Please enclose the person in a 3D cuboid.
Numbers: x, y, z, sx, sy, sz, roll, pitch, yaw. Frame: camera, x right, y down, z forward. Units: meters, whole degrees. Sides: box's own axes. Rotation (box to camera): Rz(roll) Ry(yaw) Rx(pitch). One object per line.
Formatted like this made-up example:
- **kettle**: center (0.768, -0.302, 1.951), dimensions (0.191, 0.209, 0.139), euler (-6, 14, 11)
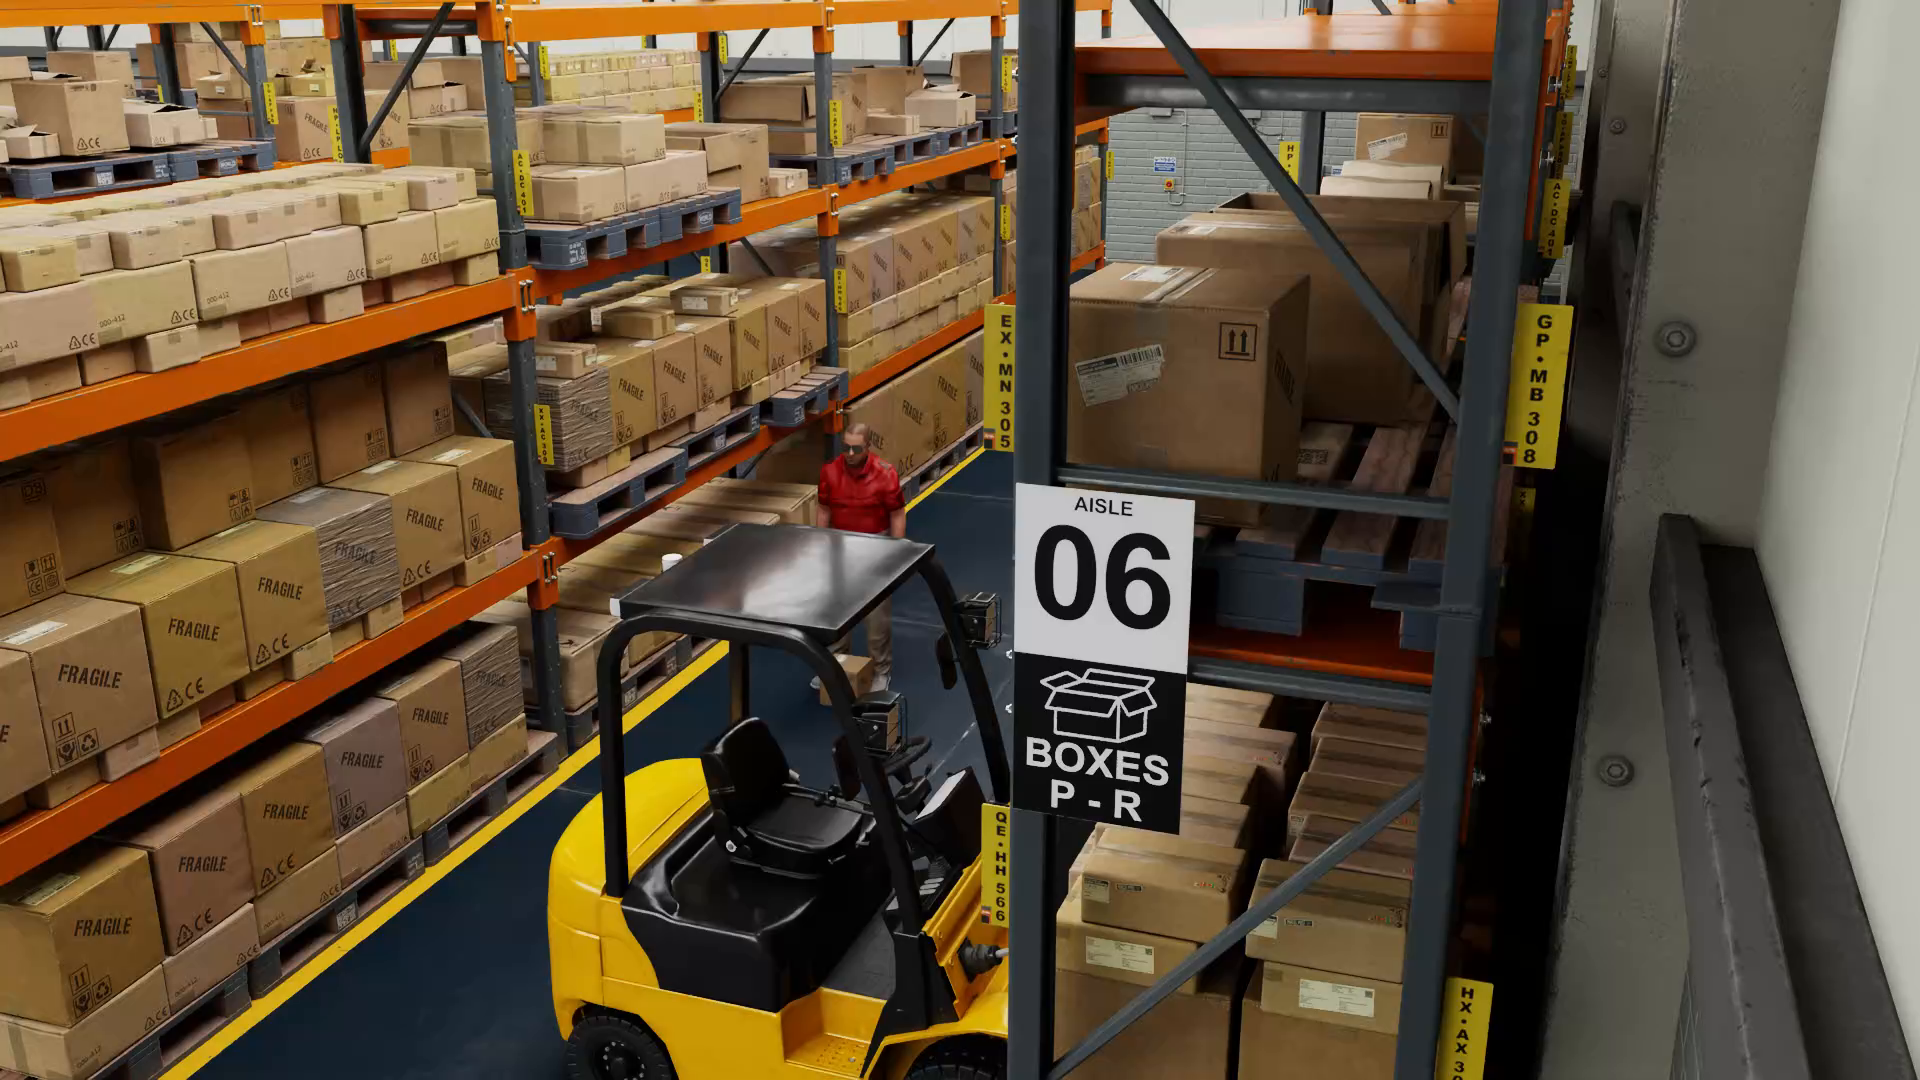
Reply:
- **person**: center (-0.629, 0.099, 10.288), dimensions (0.587, 1.725, 0.405), euler (5, 19, 16)
